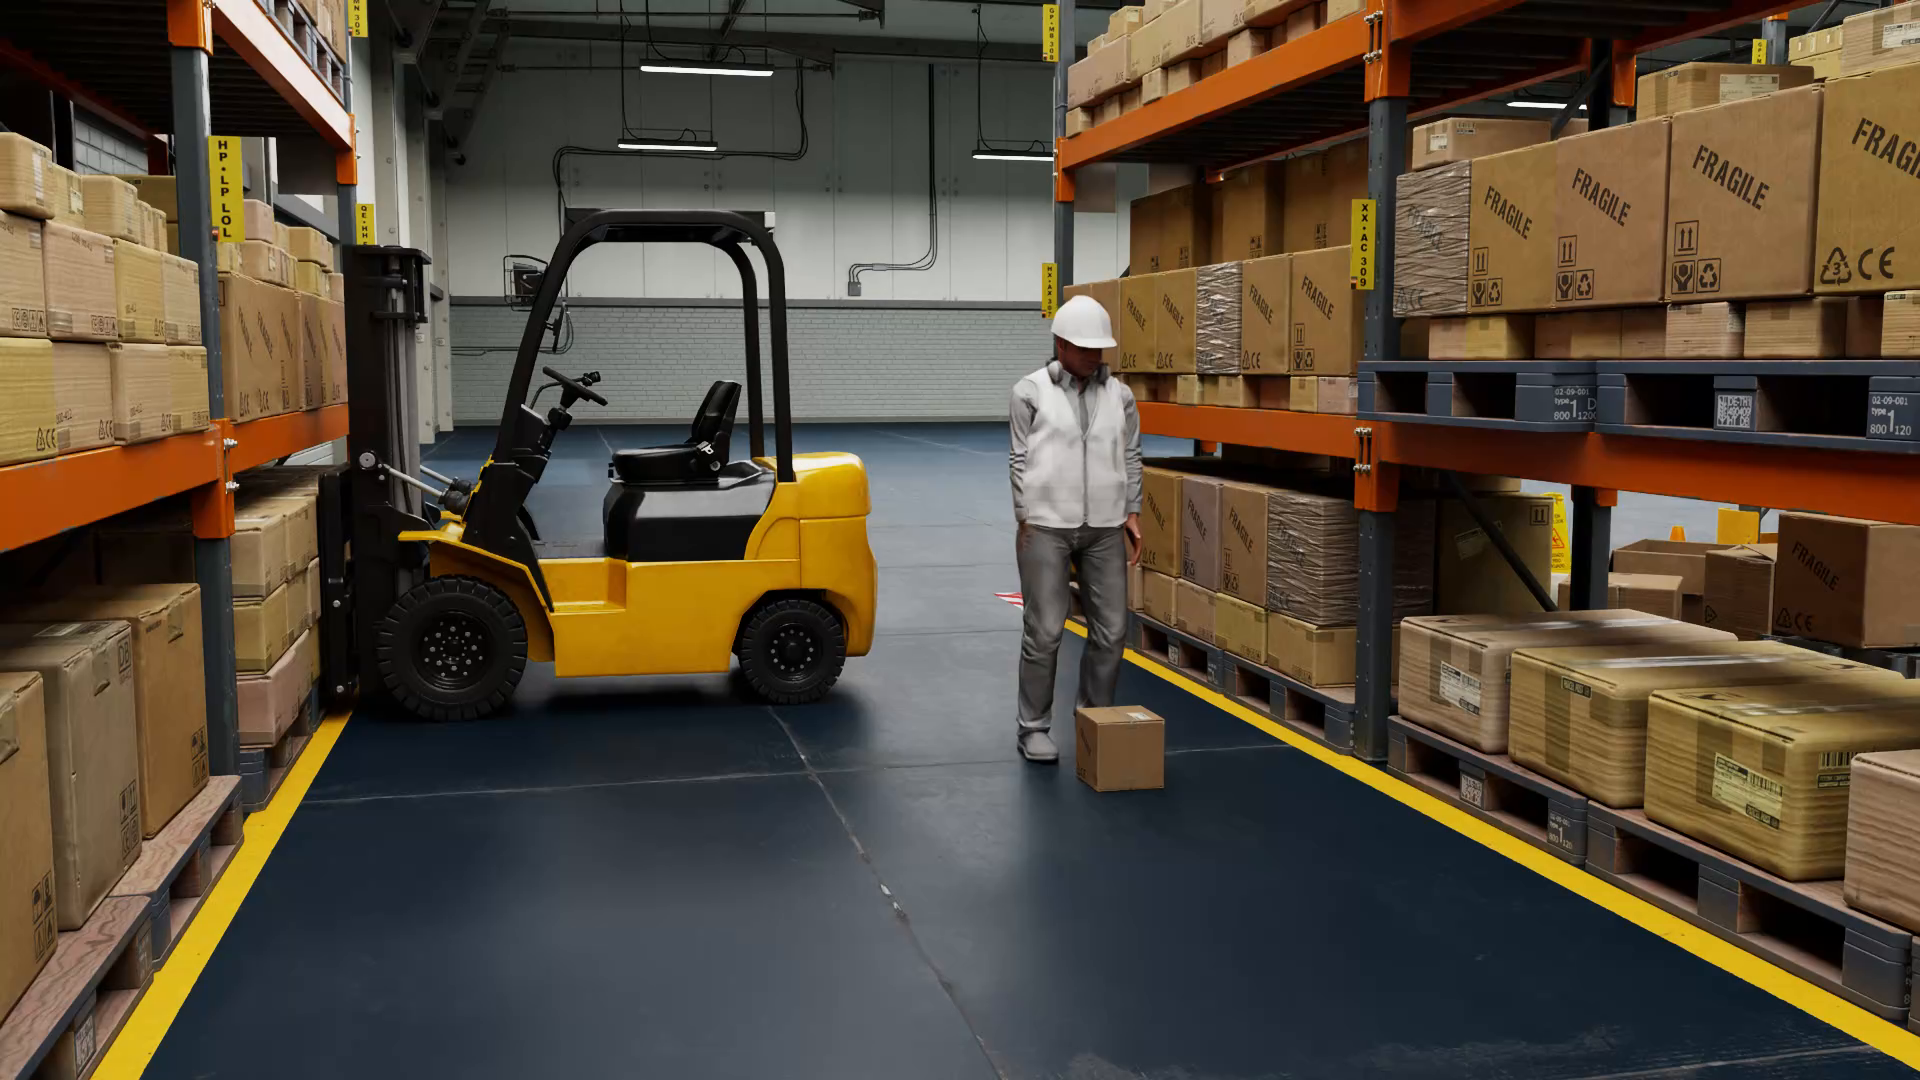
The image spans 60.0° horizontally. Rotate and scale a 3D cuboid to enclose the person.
[{"bbox_3d":[0.451,-0.048,6.366,0.538,1.759,0.378,-2,6,-16],"label":"person"}]
